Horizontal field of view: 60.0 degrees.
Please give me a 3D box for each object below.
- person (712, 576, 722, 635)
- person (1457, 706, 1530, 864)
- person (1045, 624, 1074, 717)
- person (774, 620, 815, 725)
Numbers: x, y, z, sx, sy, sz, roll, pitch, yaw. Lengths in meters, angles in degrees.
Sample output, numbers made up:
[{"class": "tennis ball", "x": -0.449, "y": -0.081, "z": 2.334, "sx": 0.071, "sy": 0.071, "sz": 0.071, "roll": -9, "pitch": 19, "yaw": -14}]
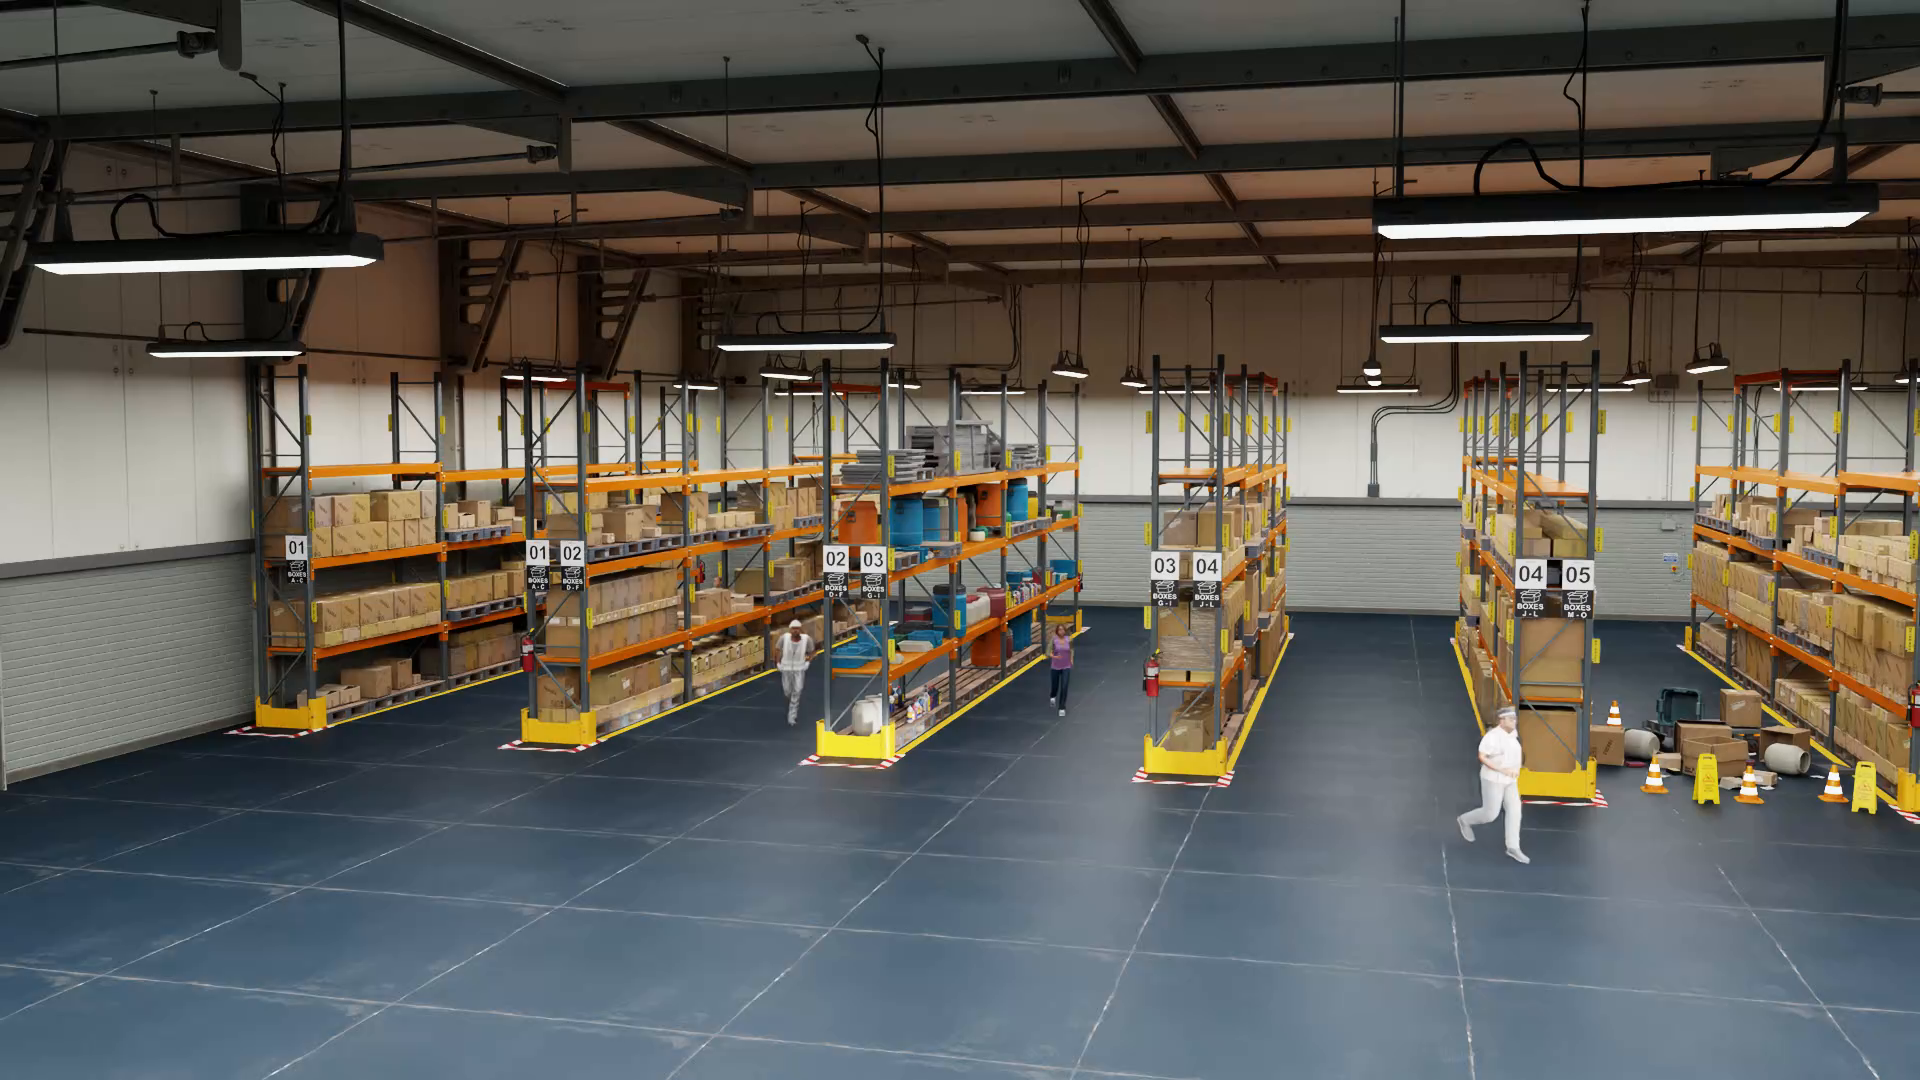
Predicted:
[{"class": "person", "x": -5.408, "y": 1.623, "z": 37.251, "sx": 0.593, "sy": 1.640, "sz": 0.875, "roll": 1, "pitch": 4, "yaw": 16}, {"class": "person", "x": 6.258, "y": 2.794, "z": 19.373, "sx": 0.686, "sy": 1.779, "sz": 0.986, "roll": -3, "pitch": 5, "yaw": -36}, {"class": "person", "x": 1.730, "y": 2.221, "z": 28.751, "sx": 0.533, "sy": 1.574, "sz": 0.794, "roll": -1, "pitch": 4, "yaw": -8}, {"class": "person", "x": -2.799, "y": 2.208, "z": 28.209, "sx": 0.684, "sy": 1.757, "sz": 0.891, "roll": 0, "pitch": 4, "yaw": 0}]
